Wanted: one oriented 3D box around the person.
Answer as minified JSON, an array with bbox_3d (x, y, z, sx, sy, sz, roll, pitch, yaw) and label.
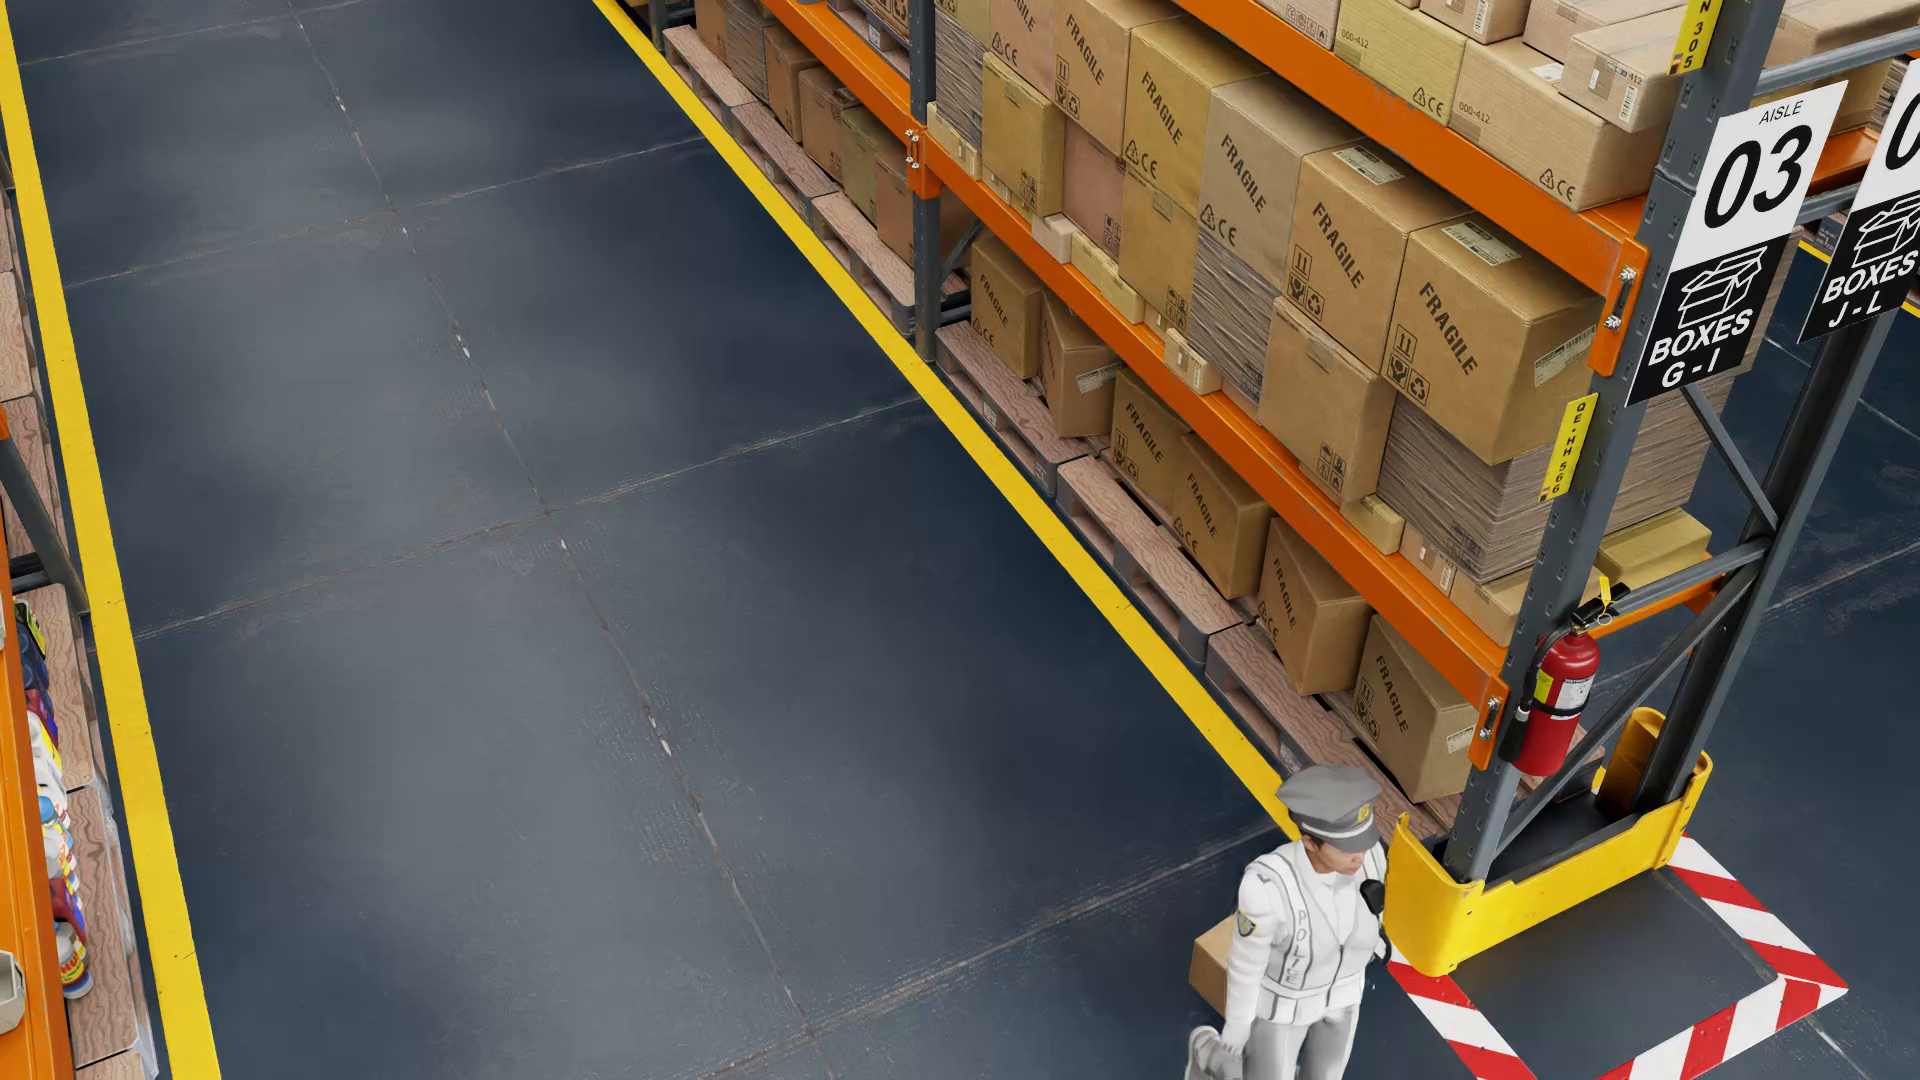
[{"bbox_3d":[0.956,1.252,4.693,0.503,1.669,0.553,-16,44,-17],"label":"person"}]
